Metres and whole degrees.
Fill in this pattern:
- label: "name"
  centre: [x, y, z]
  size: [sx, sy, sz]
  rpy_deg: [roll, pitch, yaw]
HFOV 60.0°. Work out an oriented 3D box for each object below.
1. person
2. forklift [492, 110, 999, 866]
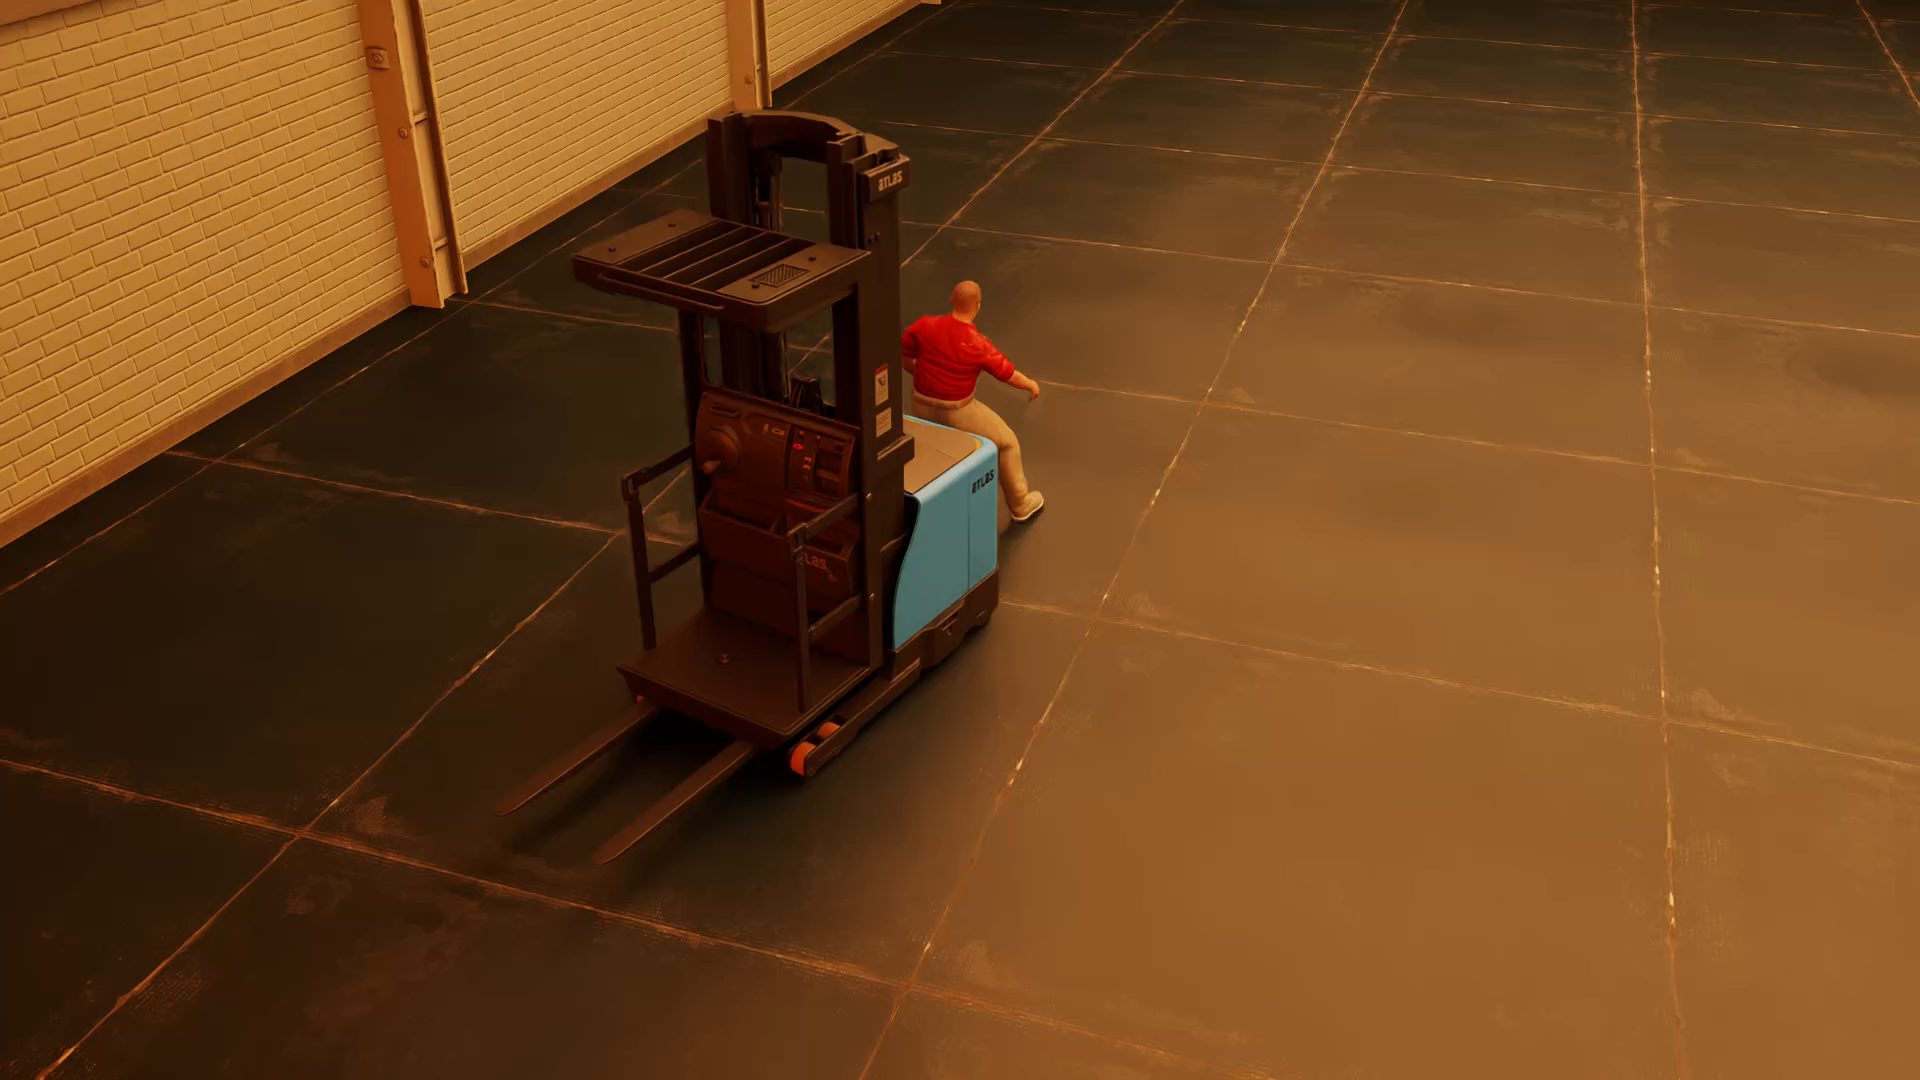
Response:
- label: "person"
  centre: [0.070, -0.859, 9.989]
  size: [0.781, 1.584, 0.642]
  rpy_deg: [11, 32, 19]
- label: "forklift"
  centre: [-1.008, -0.391, 7.823]
  size: [1.130, 2.935, 3.031]
  rpy_deg: [18, 34, 28]
